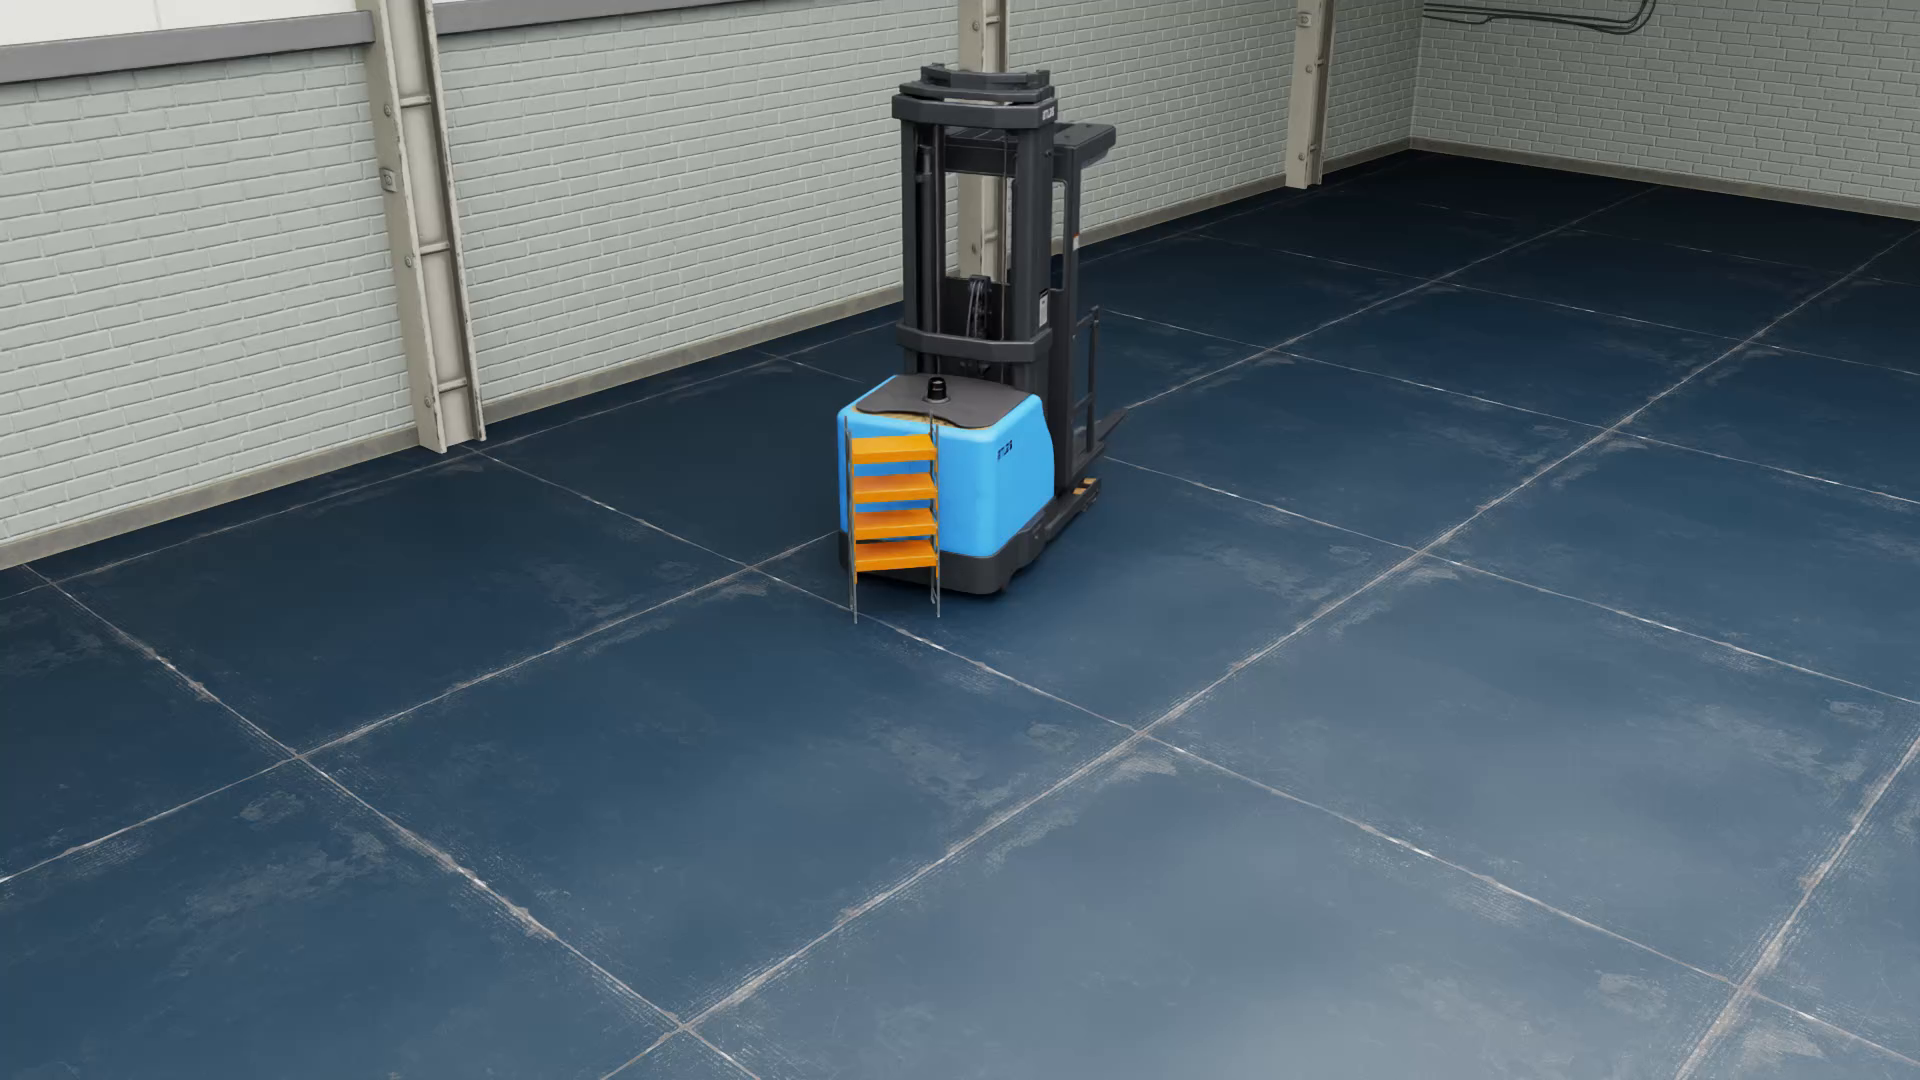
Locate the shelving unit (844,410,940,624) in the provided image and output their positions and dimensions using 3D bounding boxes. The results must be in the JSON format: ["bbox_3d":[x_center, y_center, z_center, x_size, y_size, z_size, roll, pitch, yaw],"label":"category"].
[{"bbox_3d":[-0.386,-0.126,9.563,0.503,1.200,0.258,-4,24,-9],"label":"shelving unit"}]

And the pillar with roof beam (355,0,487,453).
[{"bbox_3d":[-0.575,-3.665,7.925,9.100,9.000,0.400,20,31,38],"label":"pillar with roof beam"}]

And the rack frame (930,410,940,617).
[{"bbox_3d":[-0.146,-0.143,9.602,0.015,1.200,0.240,-4,24,-9],"label":"rack frame"}]

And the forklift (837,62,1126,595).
[{"bbox_3d":[0.315,-1.587,10.707,1.130,2.935,3.031,10,26,22],"label":"forklift"}]

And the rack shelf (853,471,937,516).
[{"bbox_3d":[-0.386,-0.268,9.499,0.480,0.148,0.258,-4,24,-9],"label":"rack shelf"}]

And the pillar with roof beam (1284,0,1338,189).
[{"bbox_3d":[7.434,-7.321,16.079,9.100,9.000,0.400,20,31,38],"label":"pillar with roof beam"}]

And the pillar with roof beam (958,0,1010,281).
[{"bbox_3d":[3.429,-5.493,12.002,9.100,9.000,0.400,20,31,38],"label":"pillar with roof beam"}]

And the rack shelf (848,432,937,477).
[{"bbox_3d":[-0.386,-0.484,9.403,0.480,0.148,0.258,-4,24,-9],"label":"rack shelf"}]

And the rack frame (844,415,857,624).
[{"bbox_3d":[-0.626,-0.108,9.525,0.015,1.200,0.240,-4,24,-9],"label":"rack frame"}]

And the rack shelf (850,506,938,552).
[{"bbox_3d":[-0.386,-0.064,9.591,0.480,0.148,0.258,-4,24,-9],"label":"rack shelf"}]

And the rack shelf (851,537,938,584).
[{"bbox_3d":[-0.386,0.117,9.672,0.480,0.148,0.258,-4,24,-9],"label":"rack shelf"}]

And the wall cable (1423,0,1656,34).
[{"bbox_3d":[7.179,-7.616,20.532,3.097,2.526,0.112,20,31,38],"label":"wall cable"}]
